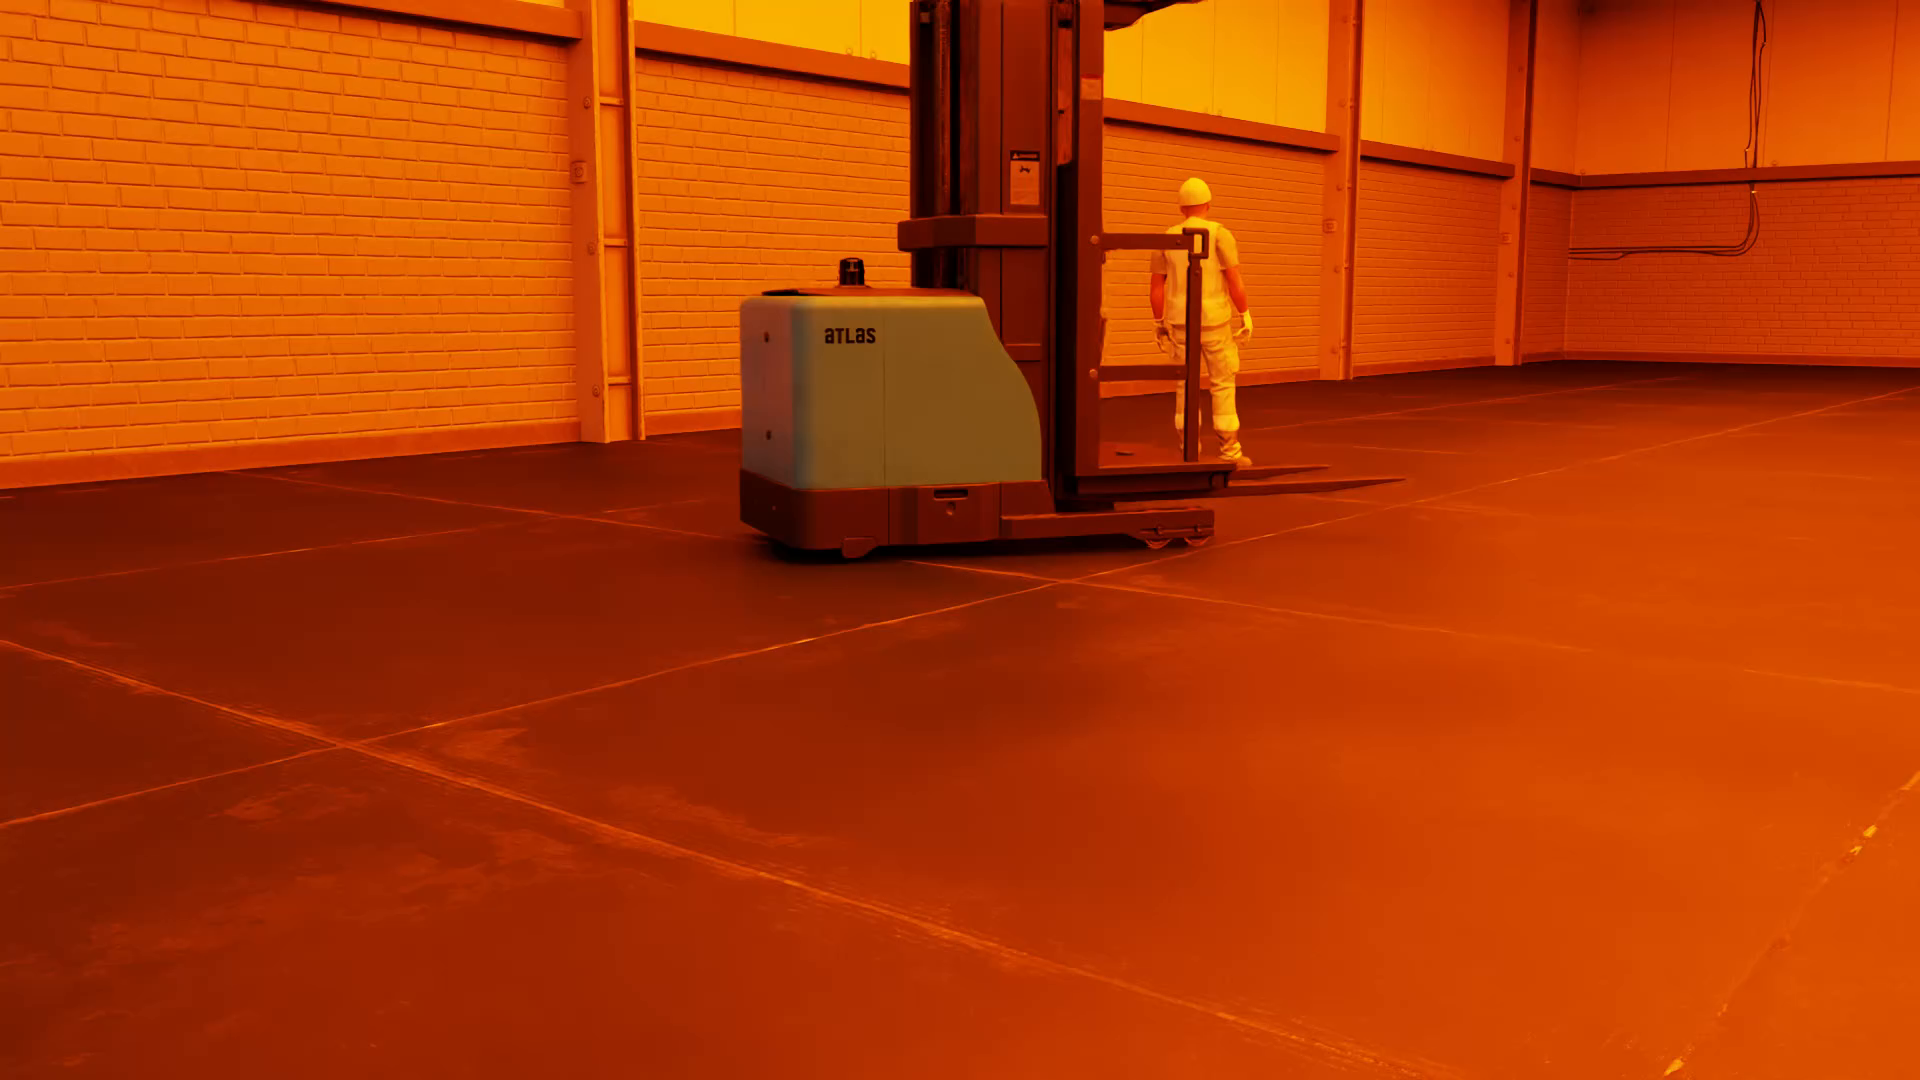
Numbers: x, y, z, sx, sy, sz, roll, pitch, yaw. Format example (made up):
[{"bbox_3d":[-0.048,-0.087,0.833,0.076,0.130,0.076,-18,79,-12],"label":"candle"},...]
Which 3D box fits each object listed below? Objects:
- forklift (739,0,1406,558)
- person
[{"bbox_3d":[0.578,-1.486,7.437,3.031,2.935,1.130,-3,9,-21],"label":"forklift"},{"bbox_3d":[1.518,-1.335,10.341,0.635,1.795,0.522,4,9,27],"label":"person"}]
